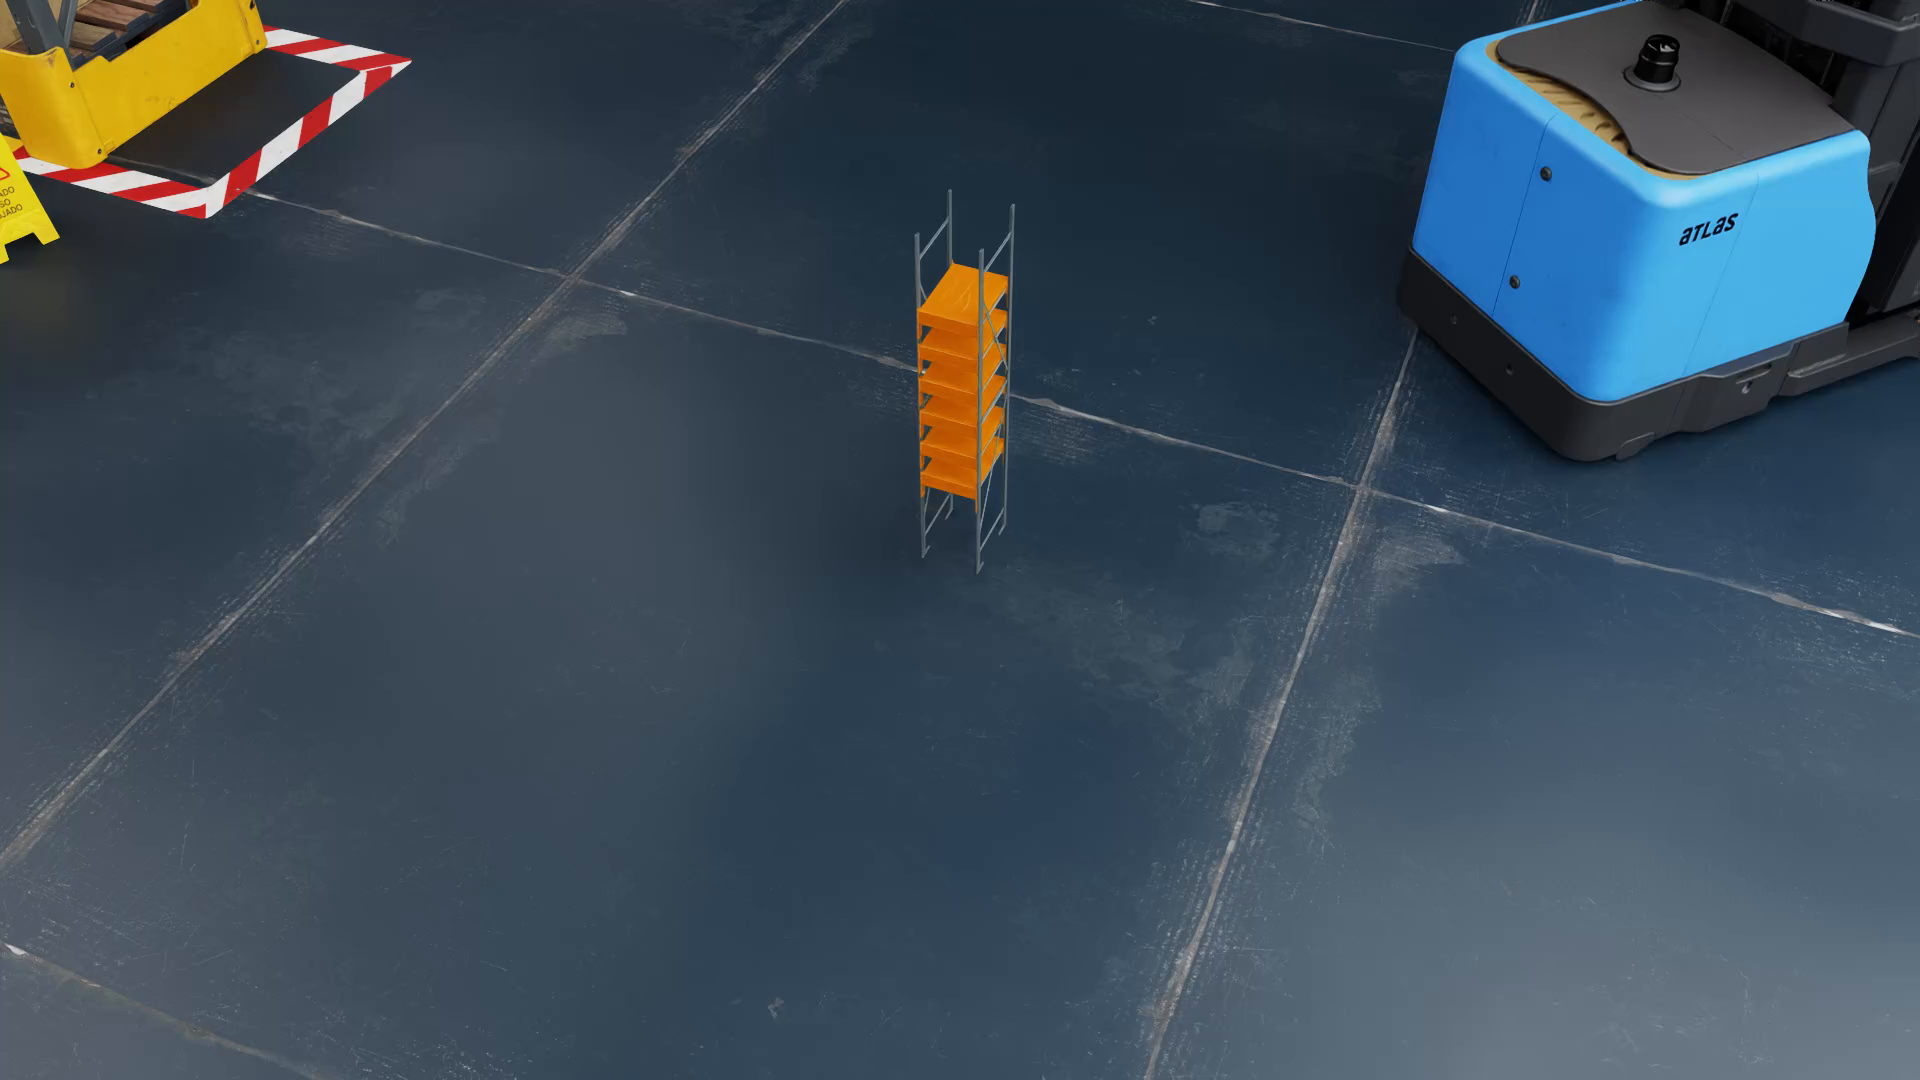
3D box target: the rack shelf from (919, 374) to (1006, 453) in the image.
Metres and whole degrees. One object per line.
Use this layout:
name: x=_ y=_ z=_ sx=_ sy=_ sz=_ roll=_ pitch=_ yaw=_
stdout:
rack shelf: x=0.013 y=-0.390 z=4.854 sx=0.180 sy=0.103 sz=0.258 roll=16 pitch=47 yaw=16

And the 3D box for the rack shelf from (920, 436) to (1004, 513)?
rack shelf: x=0.013 y=-0.220 z=5.023 sx=0.180 sy=0.103 sz=0.258 roll=16 pitch=47 yaw=16

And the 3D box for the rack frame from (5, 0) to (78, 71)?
rack frame: x=-3.414 y=-2.964 z=6.102 sx=0.127 sy=3.000 sz=1.000 roll=16 pitch=47 yaw=16

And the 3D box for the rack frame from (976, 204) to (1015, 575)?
rack frame: x=0.098 y=-0.397 z=4.798 sx=0.006 sy=1.200 sz=0.240 roll=16 pitch=47 yaw=16

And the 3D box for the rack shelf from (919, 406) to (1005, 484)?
rack shelf: x=0.013 y=-0.305 z=4.939 sx=0.180 sy=0.103 sz=0.258 roll=16 pitch=47 yaw=16

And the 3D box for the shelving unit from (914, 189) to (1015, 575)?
shelving unit: x=0.013 y=-0.421 z=4.823 sx=0.189 sy=1.200 sz=0.258 roll=16 pitch=47 yaw=16

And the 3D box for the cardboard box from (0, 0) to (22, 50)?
cardboard box: x=-4.286 y=-2.189 z=6.975 sx=0.500 sy=0.250 sz=0.500 roll=16 pitch=47 yaw=16

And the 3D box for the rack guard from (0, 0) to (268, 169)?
rack guard: x=-3.484 y=-2.098 z=7.004 sx=0.348 sy=0.500 sz=1.175 roll=16 pitch=47 yaw=16

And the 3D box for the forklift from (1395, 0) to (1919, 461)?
forklift: x=3.135 y=-2.007 z=5.189 sx=3.031 sy=2.935 sz=1.130 roll=-18 pitch=48 yaw=-17

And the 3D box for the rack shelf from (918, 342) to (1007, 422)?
rack shelf: x=0.013 y=-0.475 z=4.770 sx=0.180 sy=0.103 sz=0.258 roll=16 pitch=47 yaw=16

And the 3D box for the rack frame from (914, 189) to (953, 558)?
rack frame: x=-0.071 y=-0.446 z=4.848 sx=0.006 sy=1.200 sz=0.240 roll=16 pitch=47 yaw=16

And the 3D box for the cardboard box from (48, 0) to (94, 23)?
cardboard box: x=-4.052 y=-2.537 z=7.325 sx=0.500 sy=0.250 sz=0.500 roll=16 pitch=47 yaw=16

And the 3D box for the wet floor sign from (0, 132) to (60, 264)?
wet floor sign: x=-3.651 y=-1.381 z=6.180 sx=0.232 sy=0.644 sz=0.267 roll=33 pitch=54 yaw=29

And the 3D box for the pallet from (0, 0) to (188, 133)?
pallet: x=-4.221 y=-2.239 z=7.351 sx=1.213 sy=0.211 sz=1.003 roll=16 pitch=47 yaw=16

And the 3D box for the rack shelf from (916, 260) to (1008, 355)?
rack shelf: x=0.013 y=-0.645 z=4.600 sx=0.180 sy=0.103 sz=0.258 roll=16 pitch=47 yaw=16

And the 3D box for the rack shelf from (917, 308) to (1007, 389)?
rack shelf: x=0.013 y=-0.560 z=4.685 sx=0.180 sy=0.103 sz=0.258 roll=16 pitch=47 yaw=16
